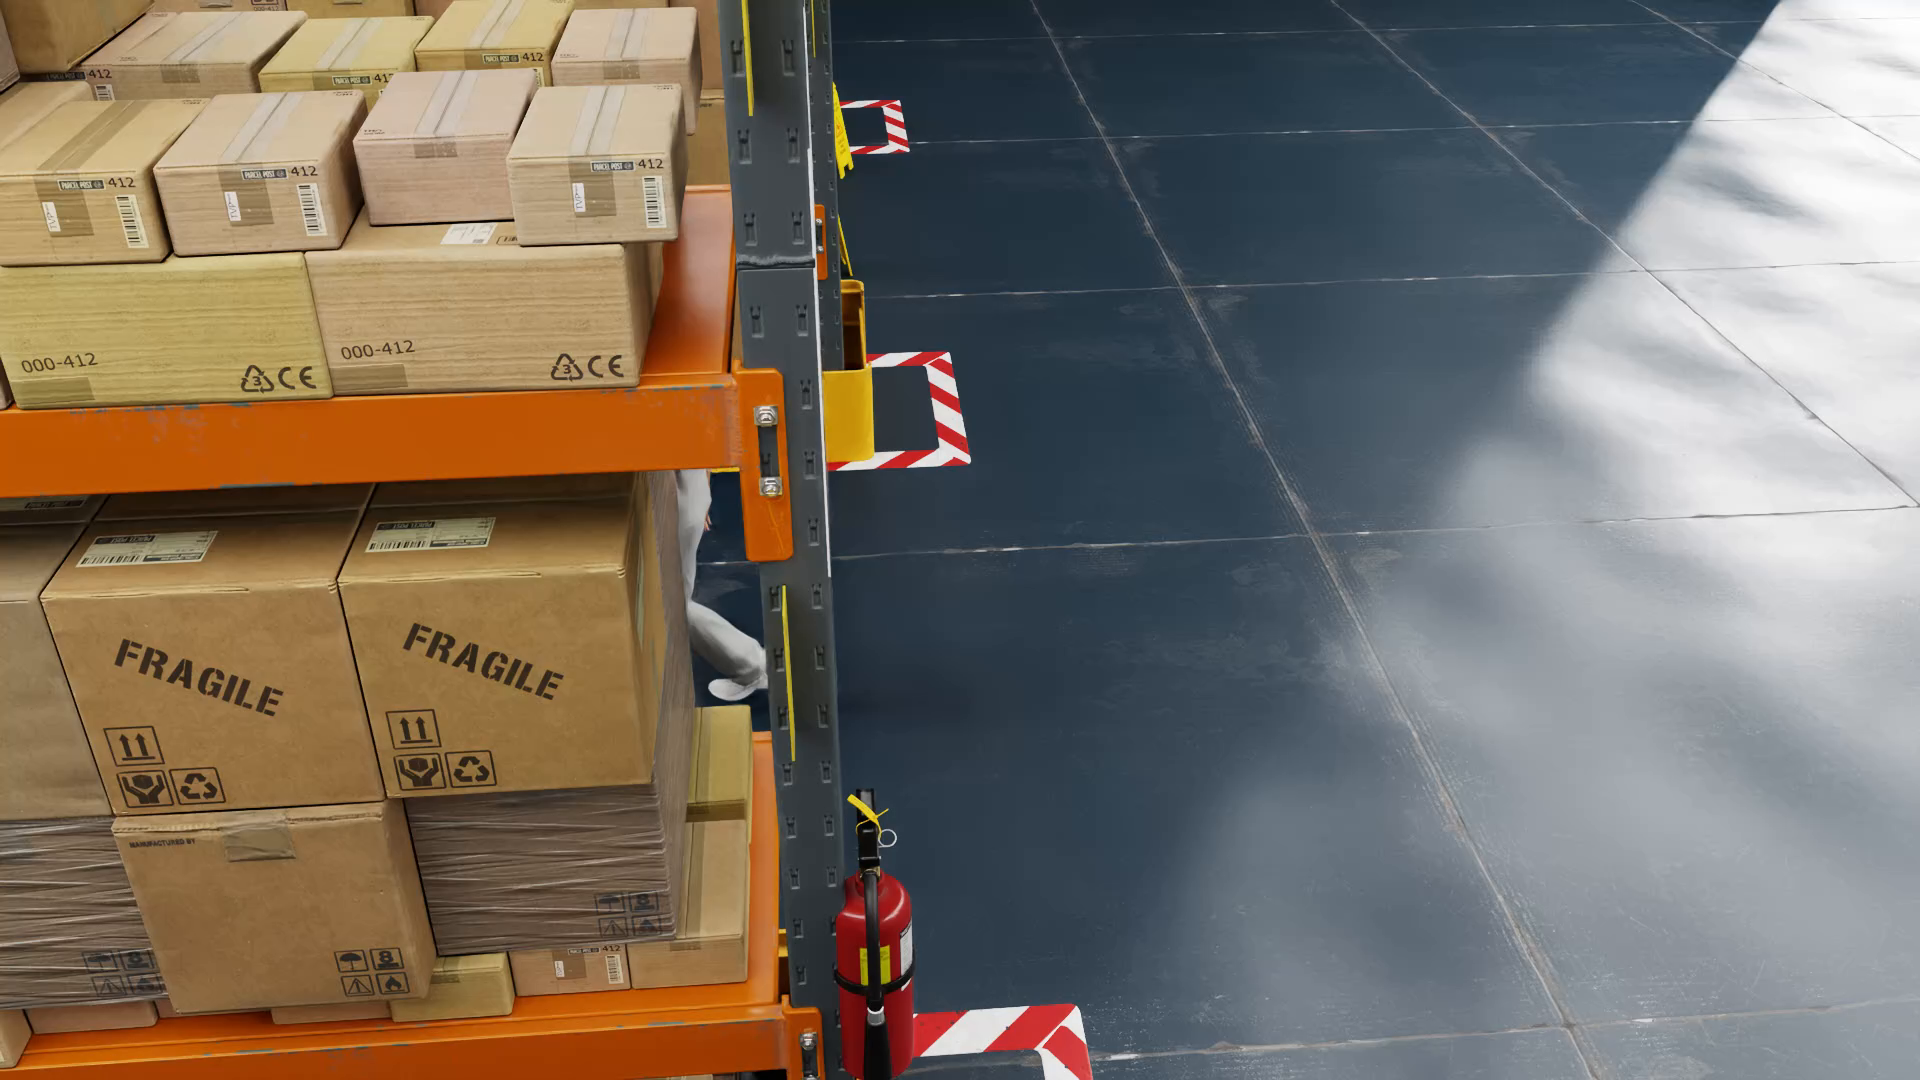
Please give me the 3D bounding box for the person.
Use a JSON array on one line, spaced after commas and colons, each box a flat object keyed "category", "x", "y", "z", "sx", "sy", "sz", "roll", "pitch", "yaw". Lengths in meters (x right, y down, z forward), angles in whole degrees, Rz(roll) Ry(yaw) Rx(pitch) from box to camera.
[{"category": "person", "x": -1.110, "y": -0.100, "z": 6.304, "sx": 0.857, "sy": 1.638, "sz": 0.446, "roll": 2, "pitch": 31, "yaw": 4}]
